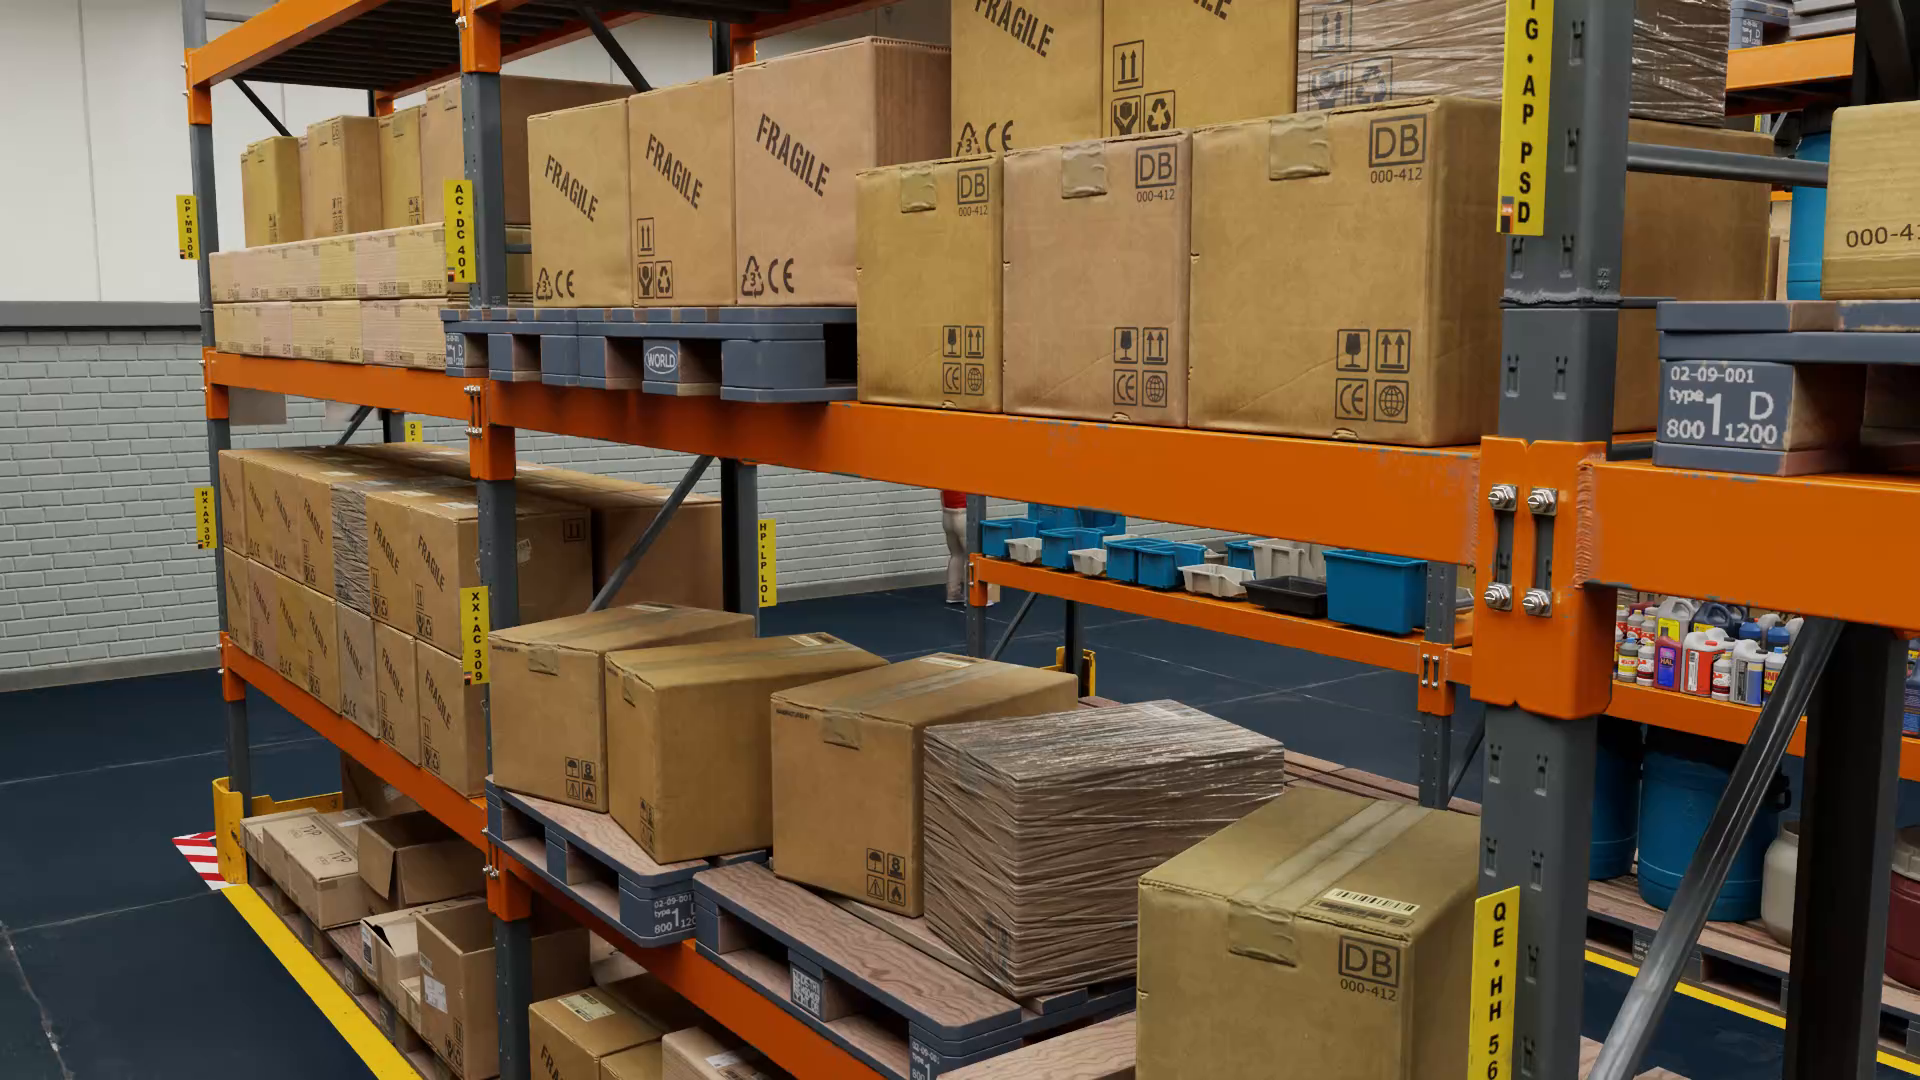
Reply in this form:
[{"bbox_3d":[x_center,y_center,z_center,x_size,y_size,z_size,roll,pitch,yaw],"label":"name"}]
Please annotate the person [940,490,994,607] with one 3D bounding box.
[{"bbox_3d":[0.042,-0.186,17.229,0.395,1.726,0.601,-6,10,-39],"label":"person"}]
